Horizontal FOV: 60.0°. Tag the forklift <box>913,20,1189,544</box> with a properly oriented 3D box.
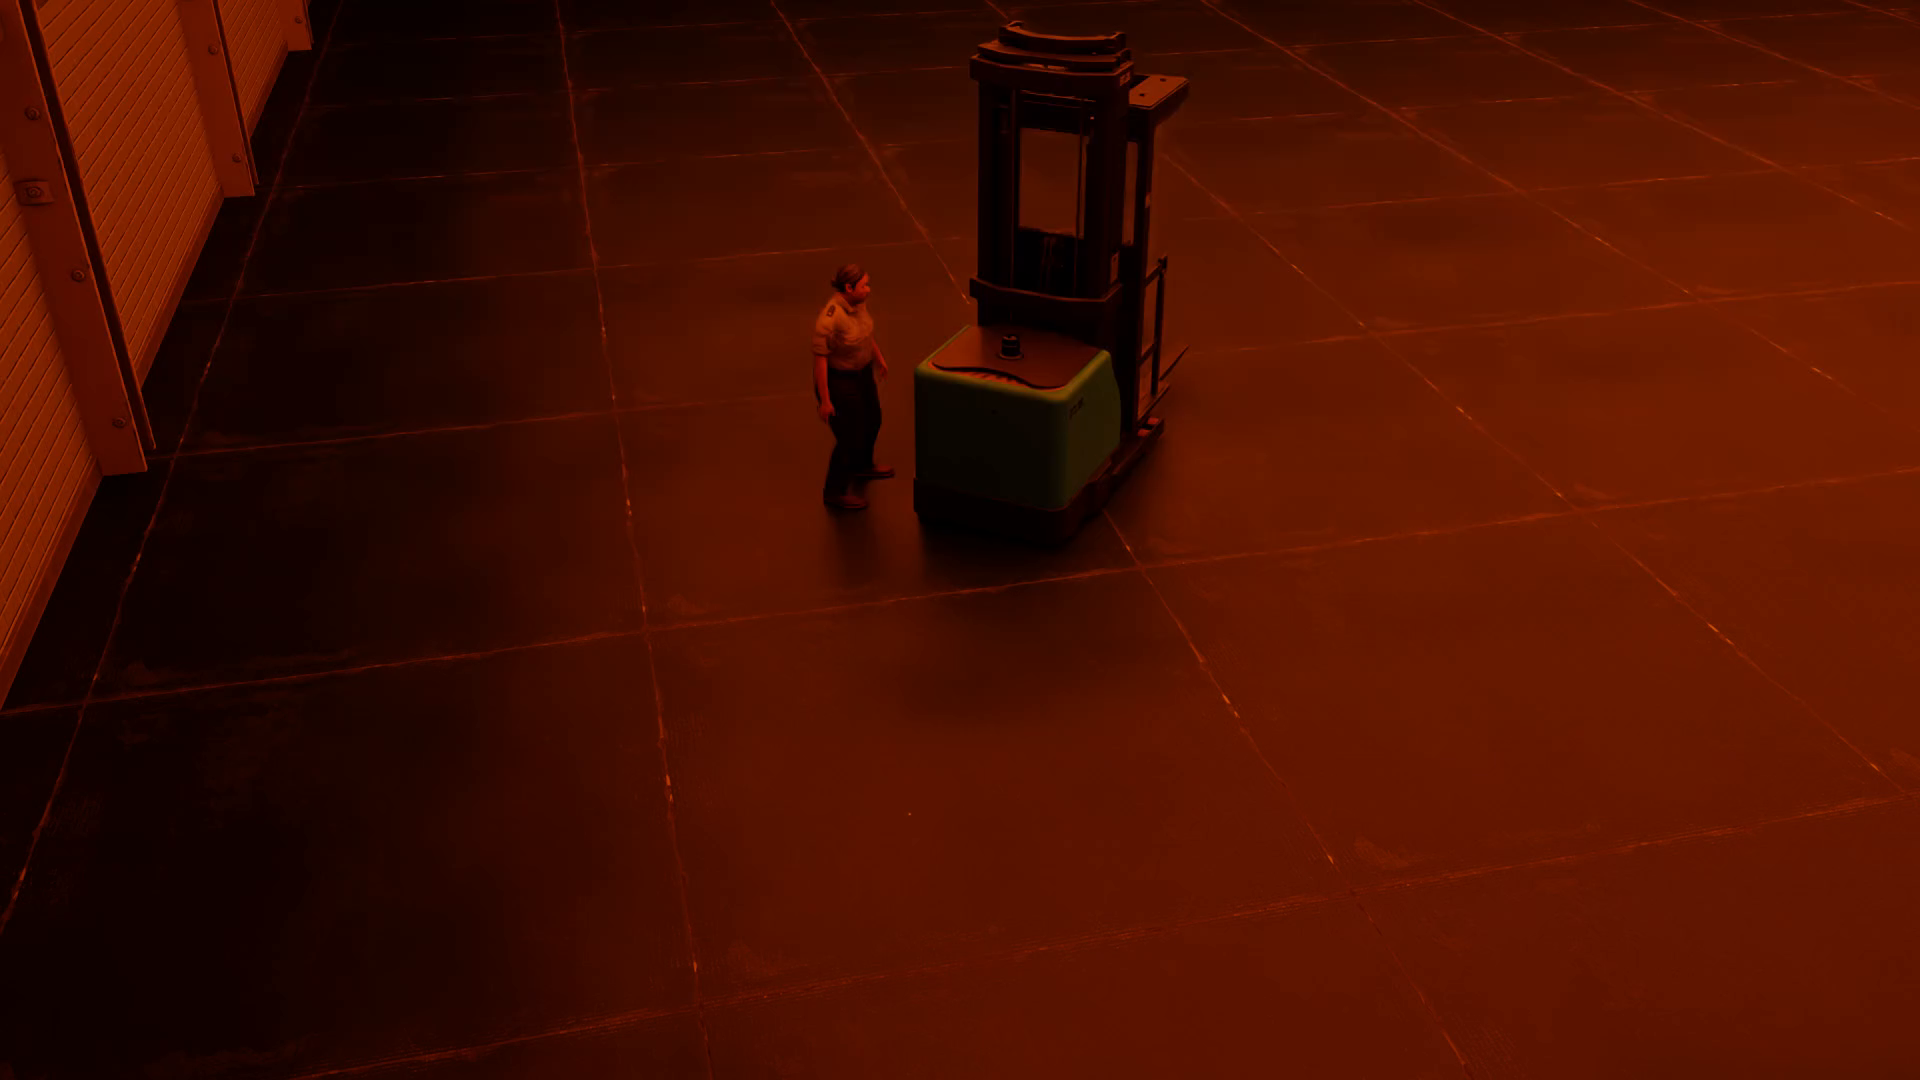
[{"bbox_3d":[0.788,-1.959,10.958,1.130,2.935,3.031,13,33,22],"label":"forklift"}]

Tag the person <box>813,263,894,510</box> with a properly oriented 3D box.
[{"bbox_3d":[-0.702,-1.018,10.638,0.342,1.629,0.741,12,32,20],"label":"person"}]
